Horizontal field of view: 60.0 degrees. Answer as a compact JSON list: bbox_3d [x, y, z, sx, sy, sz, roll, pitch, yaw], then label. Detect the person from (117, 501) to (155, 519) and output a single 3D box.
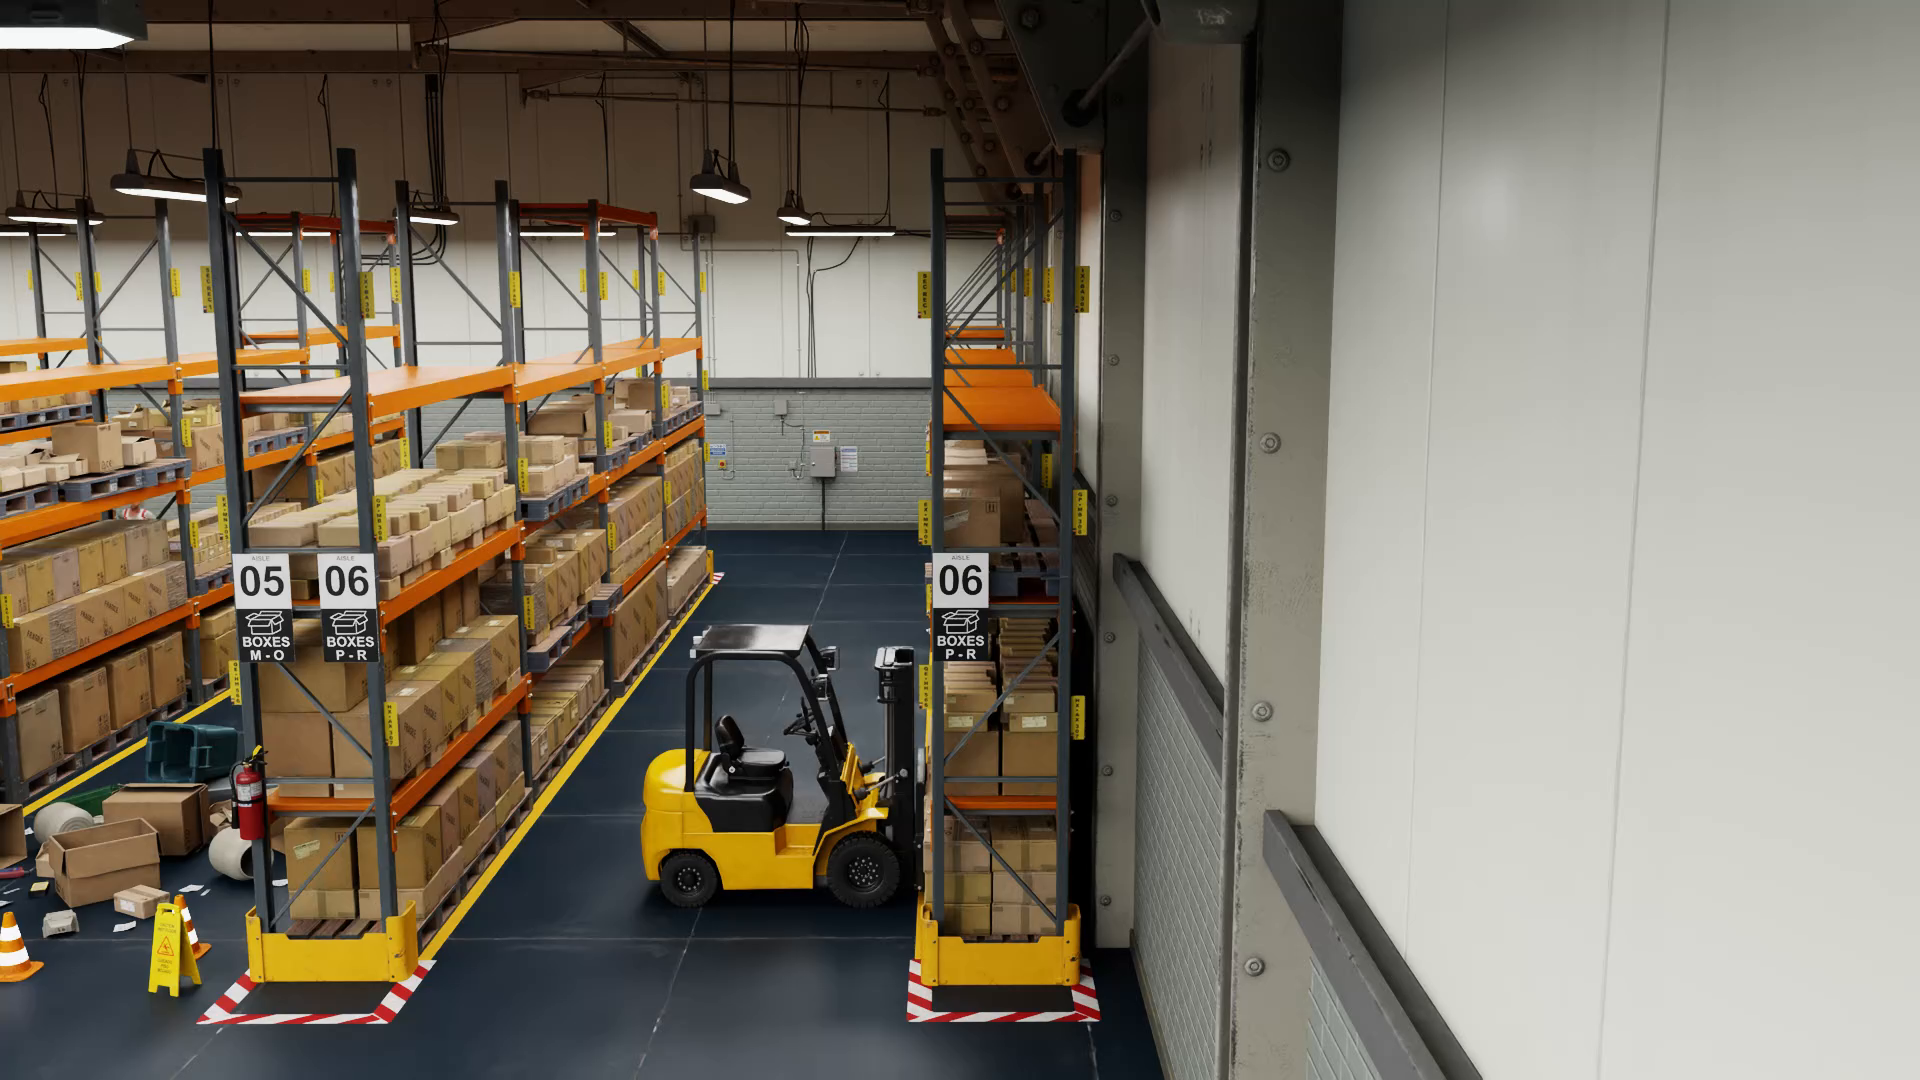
[{"bbox_3d":[-12.994,0.111,26.181,0.641,1.741,0.589,-1,9,-8],"label":"person"}]
